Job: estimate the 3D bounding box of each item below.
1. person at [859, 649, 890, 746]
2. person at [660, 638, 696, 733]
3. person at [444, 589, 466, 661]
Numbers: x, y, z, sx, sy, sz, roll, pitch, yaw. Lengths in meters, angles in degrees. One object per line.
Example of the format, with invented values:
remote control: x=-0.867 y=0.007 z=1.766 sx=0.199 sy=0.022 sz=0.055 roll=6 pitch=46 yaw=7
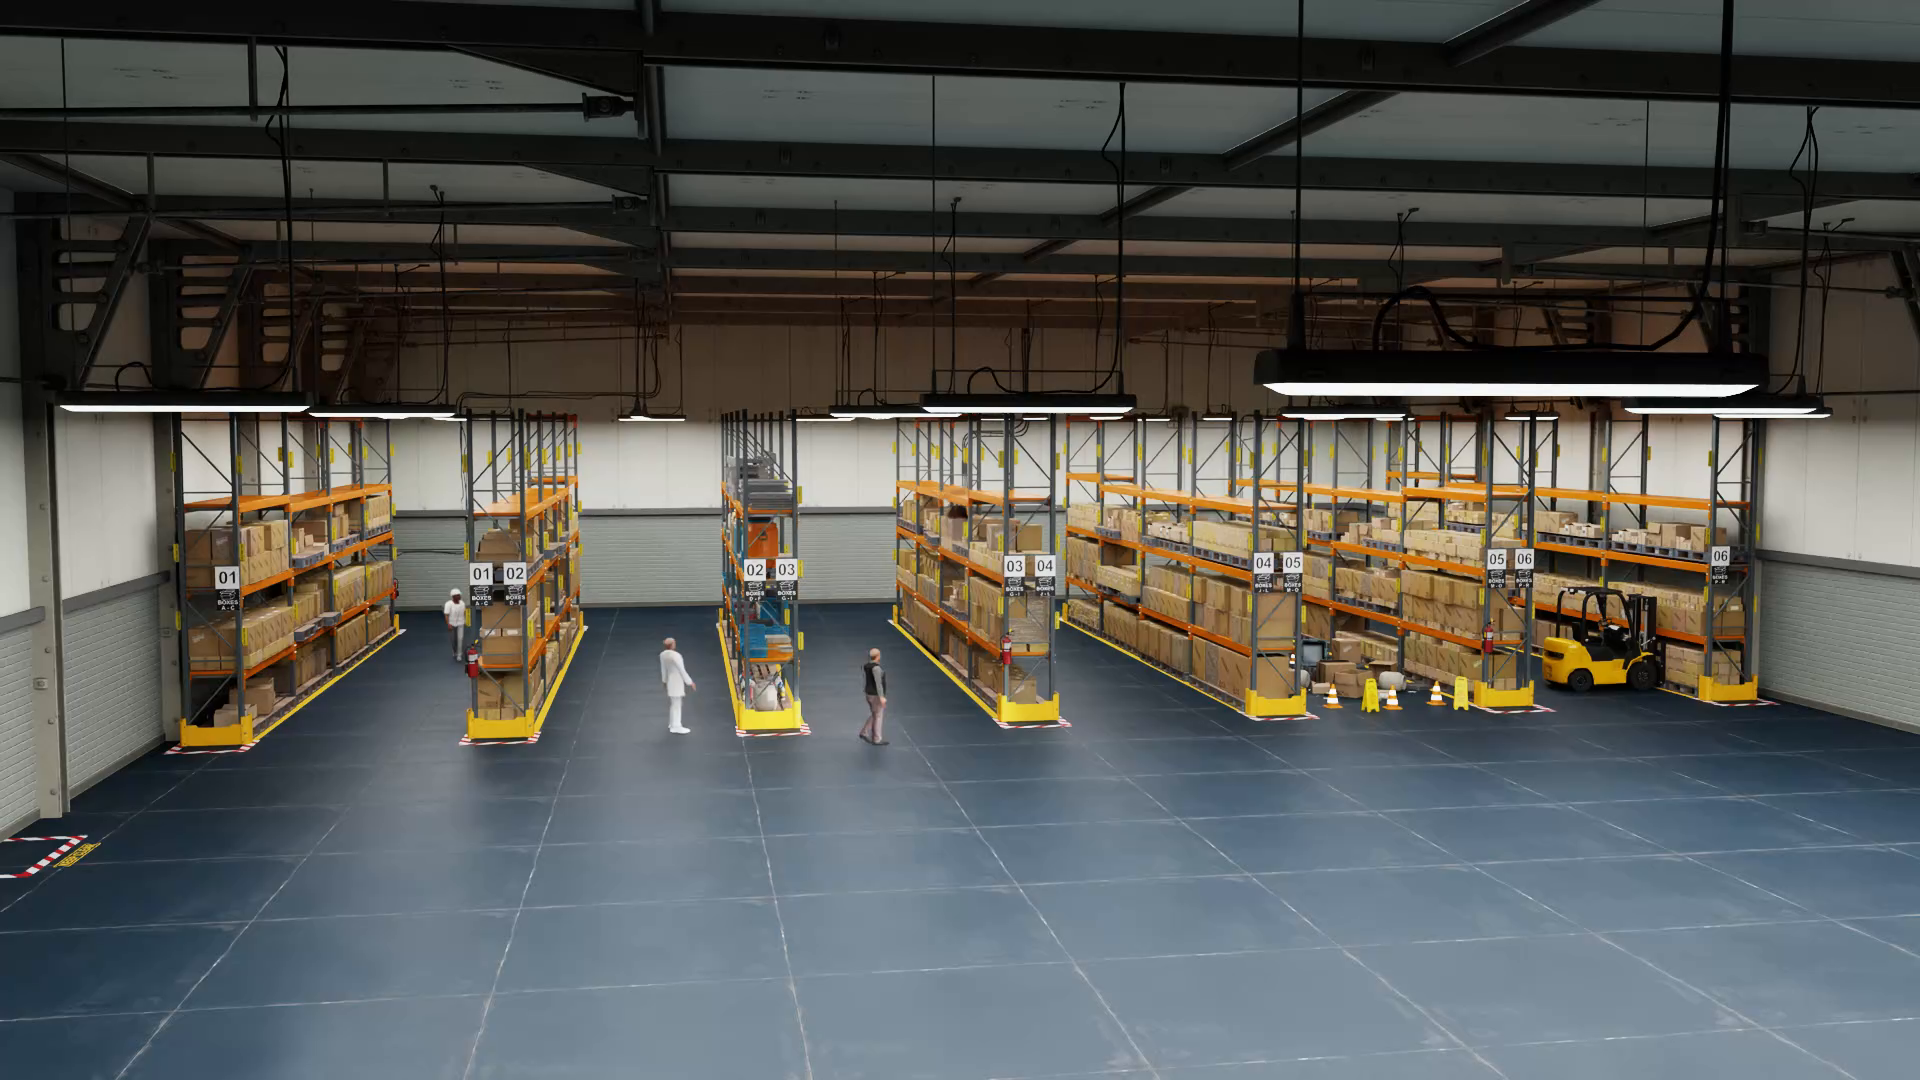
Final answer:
person: x=-1.521 y=2.802 z=29.698 sx=0.485 sy=1.737 sz=0.595 roll=-1 pitch=4 yaw=-18
person: x=-5.233 y=2.702 z=30.863 sx=0.612 sy=1.816 sz=0.654 roll=-1 pitch=4 yaw=-18
person: x=-12.220 y=2.054 z=40.252 sx=0.486 sy=1.722 sz=1.050 roll=-1 pitch=4 yaw=-10
